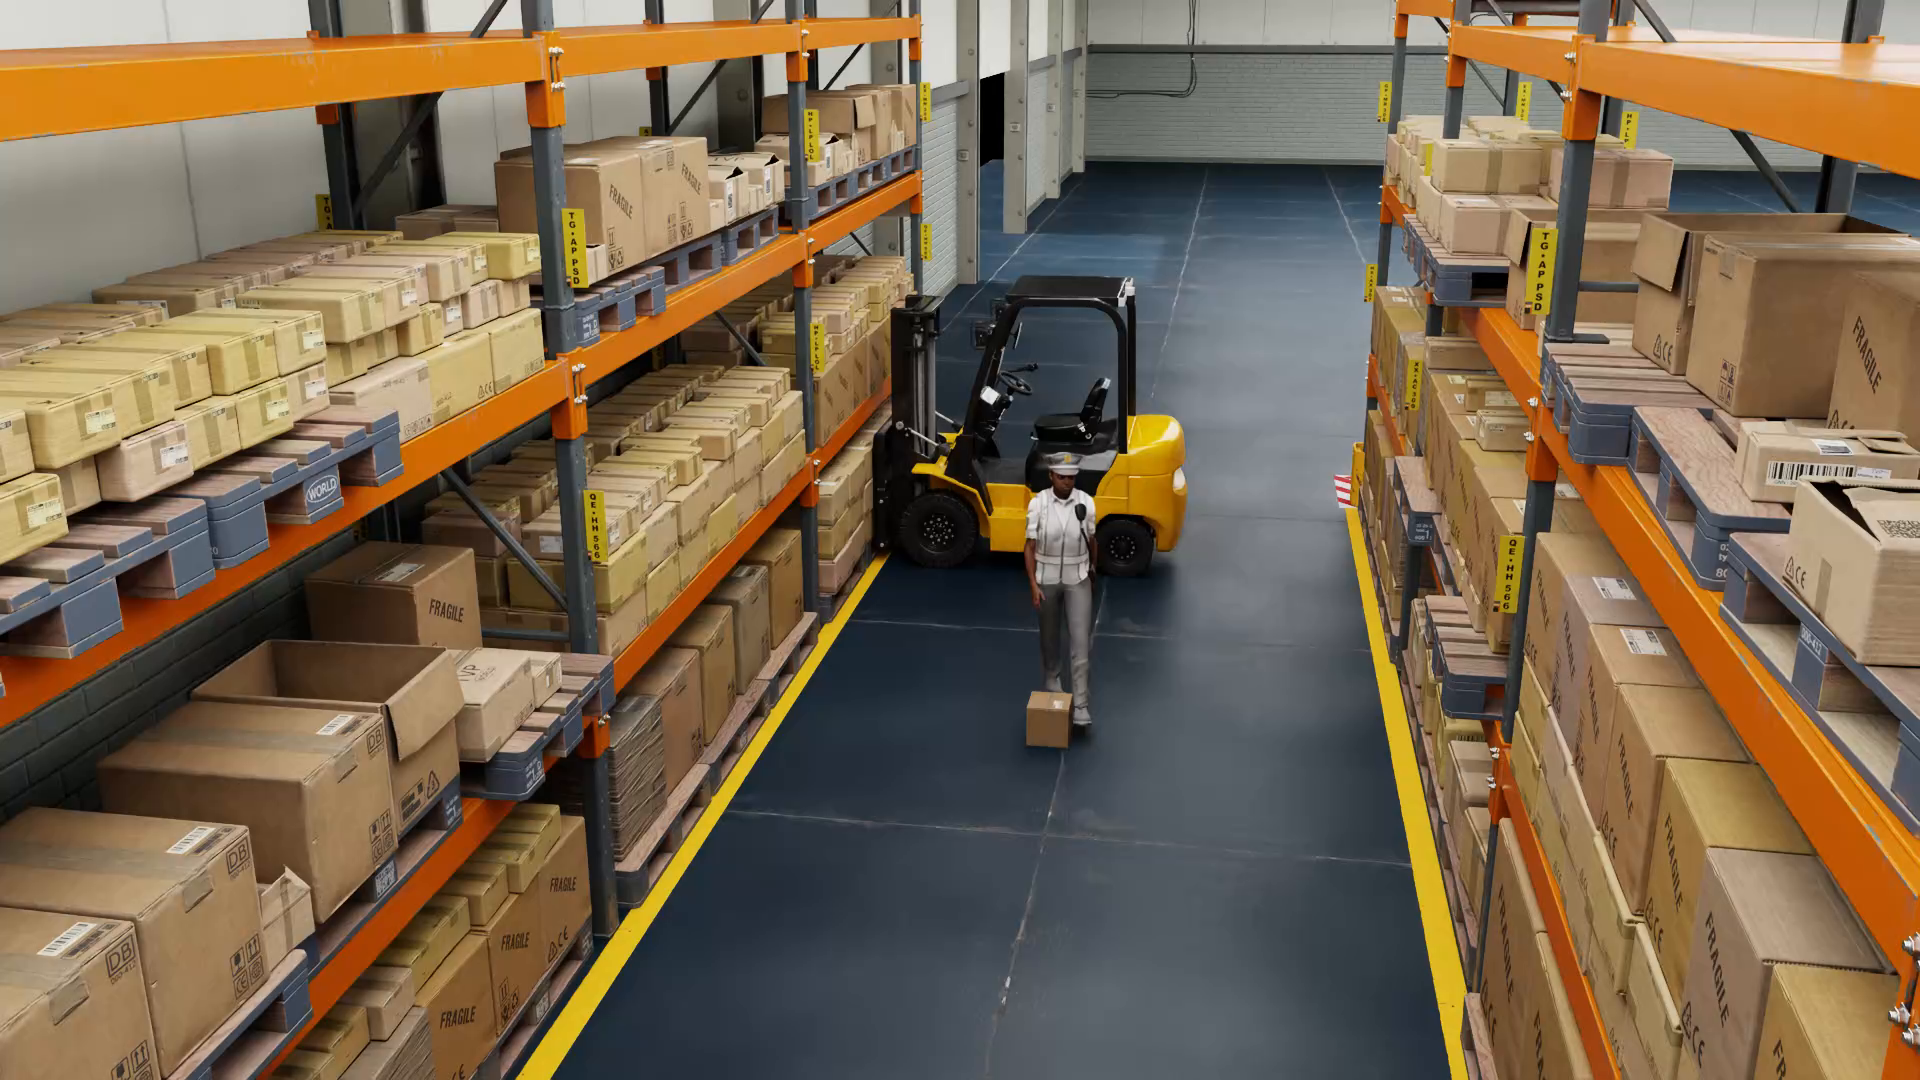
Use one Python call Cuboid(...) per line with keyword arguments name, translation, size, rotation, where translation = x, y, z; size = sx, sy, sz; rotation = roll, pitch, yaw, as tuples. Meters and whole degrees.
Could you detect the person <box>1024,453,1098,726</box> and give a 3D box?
Cuboid(name="person", translation=(0.613, 0.272, 10.167), size=(0.454, 1.647, 0.891), rotation=(1, 18, 4))
